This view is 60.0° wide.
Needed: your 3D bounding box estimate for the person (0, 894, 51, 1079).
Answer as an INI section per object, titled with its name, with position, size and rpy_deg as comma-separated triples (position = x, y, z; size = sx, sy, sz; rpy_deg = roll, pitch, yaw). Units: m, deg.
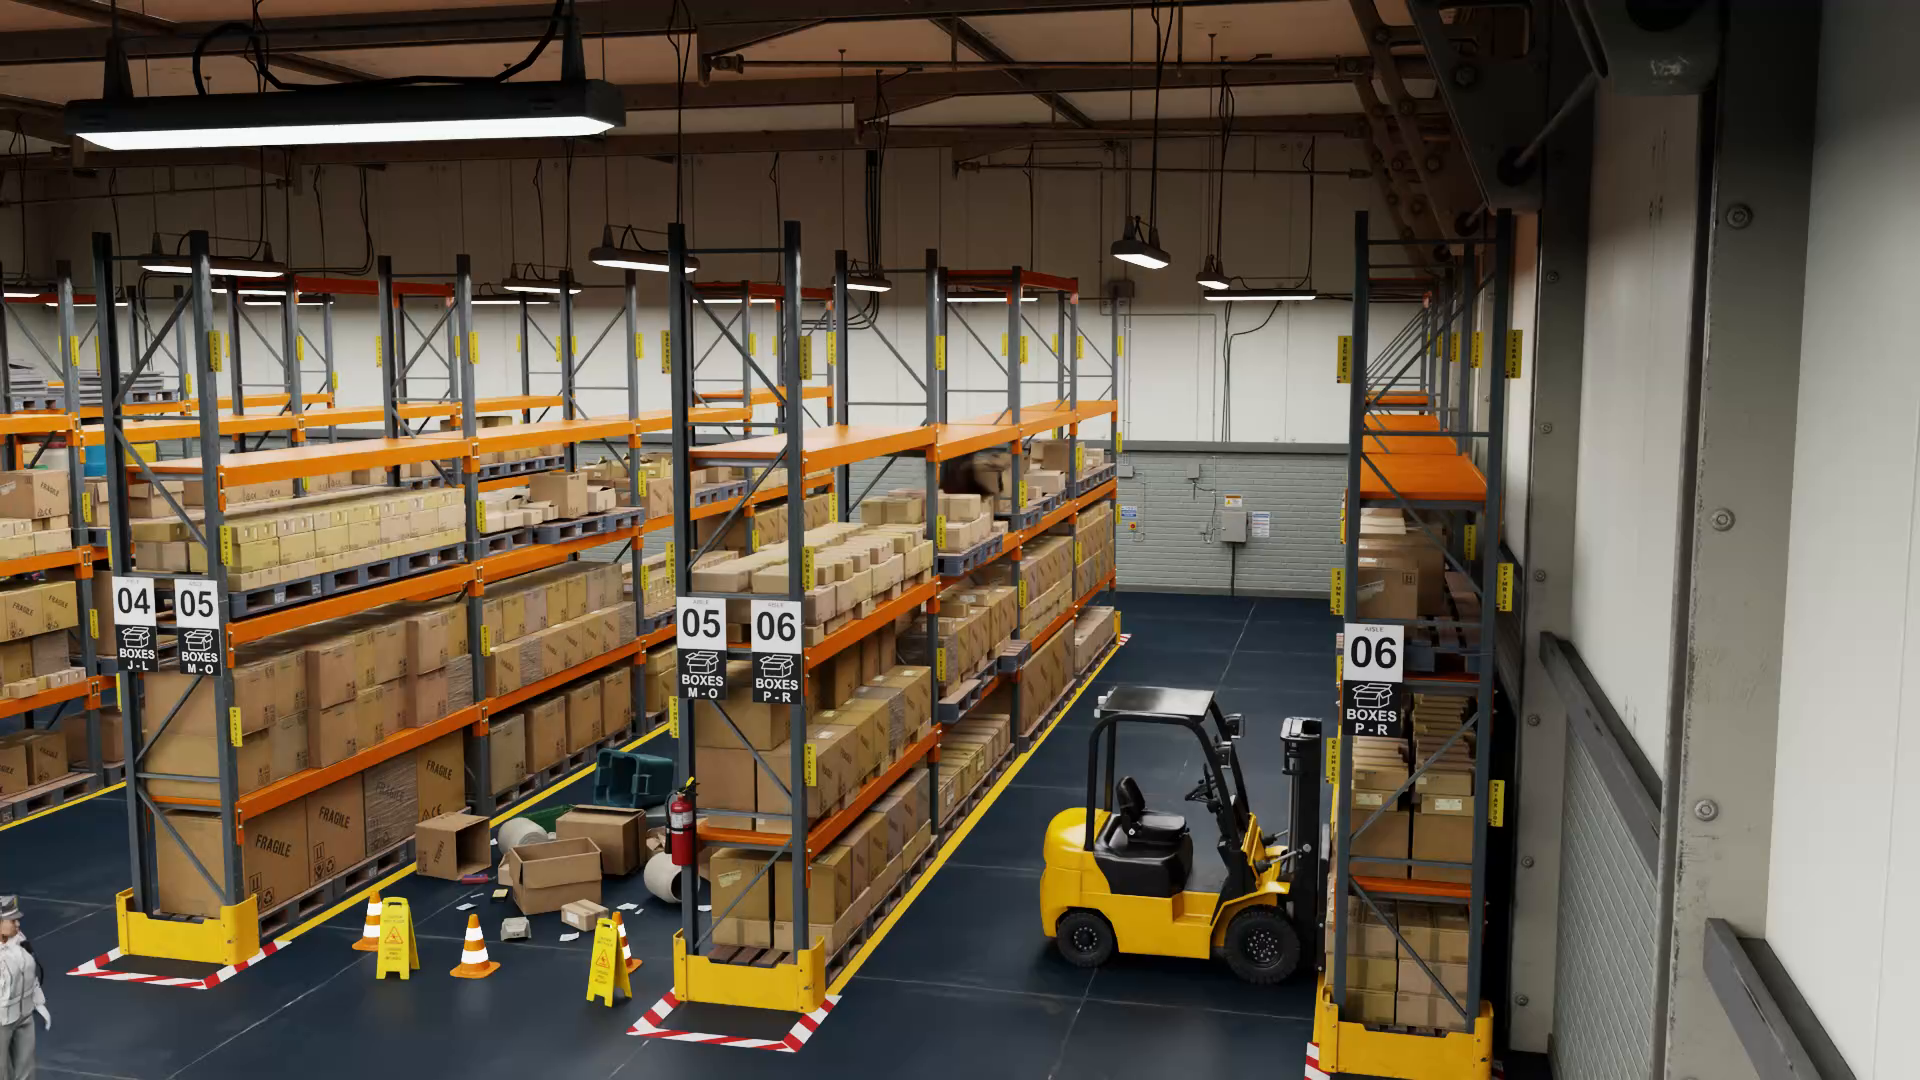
[person]
position = -6.040, 3.064, 10.522
size = 0.351, 1.684, 0.514
rpy_deg = 1, 7, 12
